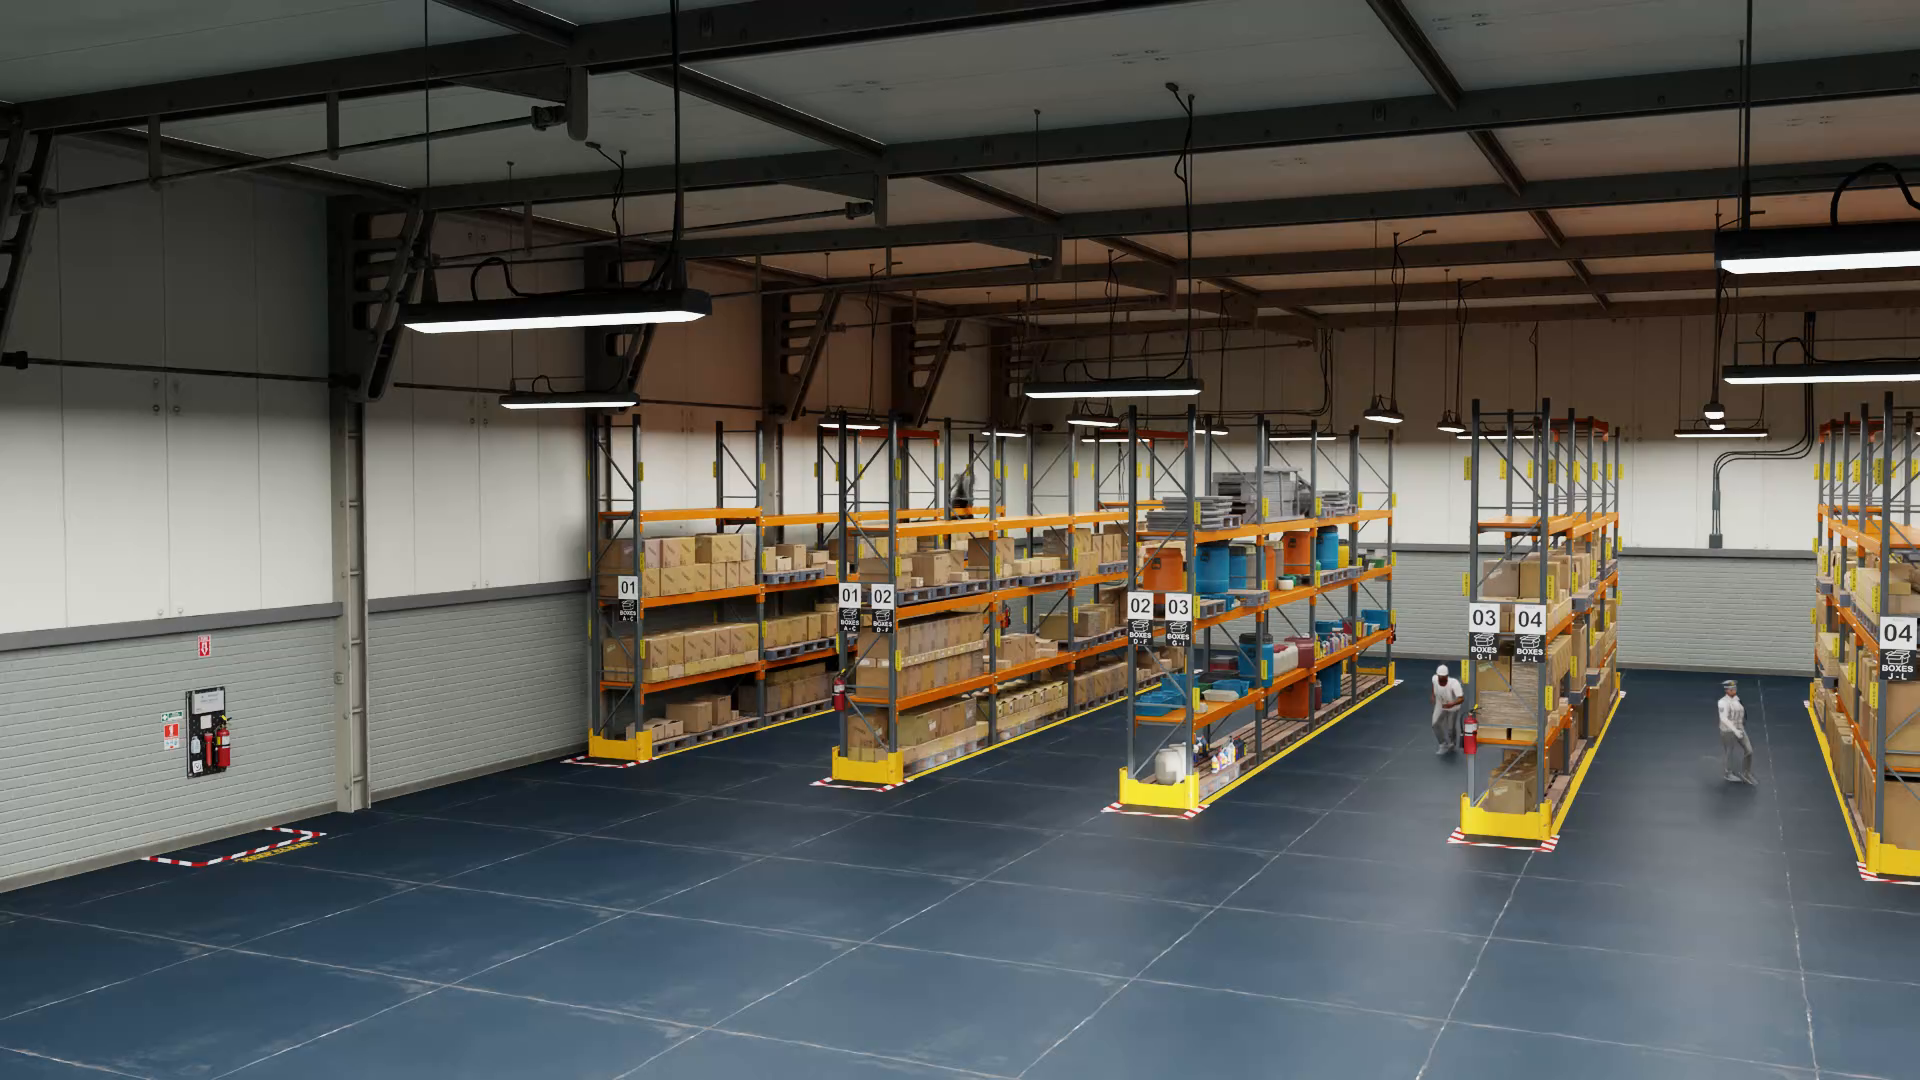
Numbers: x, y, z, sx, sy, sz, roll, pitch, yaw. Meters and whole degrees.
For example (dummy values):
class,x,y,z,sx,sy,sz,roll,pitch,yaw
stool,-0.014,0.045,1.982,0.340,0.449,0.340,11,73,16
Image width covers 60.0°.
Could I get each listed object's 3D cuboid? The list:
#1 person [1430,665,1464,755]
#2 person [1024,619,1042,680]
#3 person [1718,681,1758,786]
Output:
class,x,y,z,sx,sy,sz,roll,pitch,yaw
person,8.641,2.971,29.436,0.715,1.594,1.080,2,3,35
person,1.810,2.634,39.032,0.619,1.628,0.980,1,2,17
person,12.379,3.075,26.579,0.621,1.678,0.598,-1,2,-13
